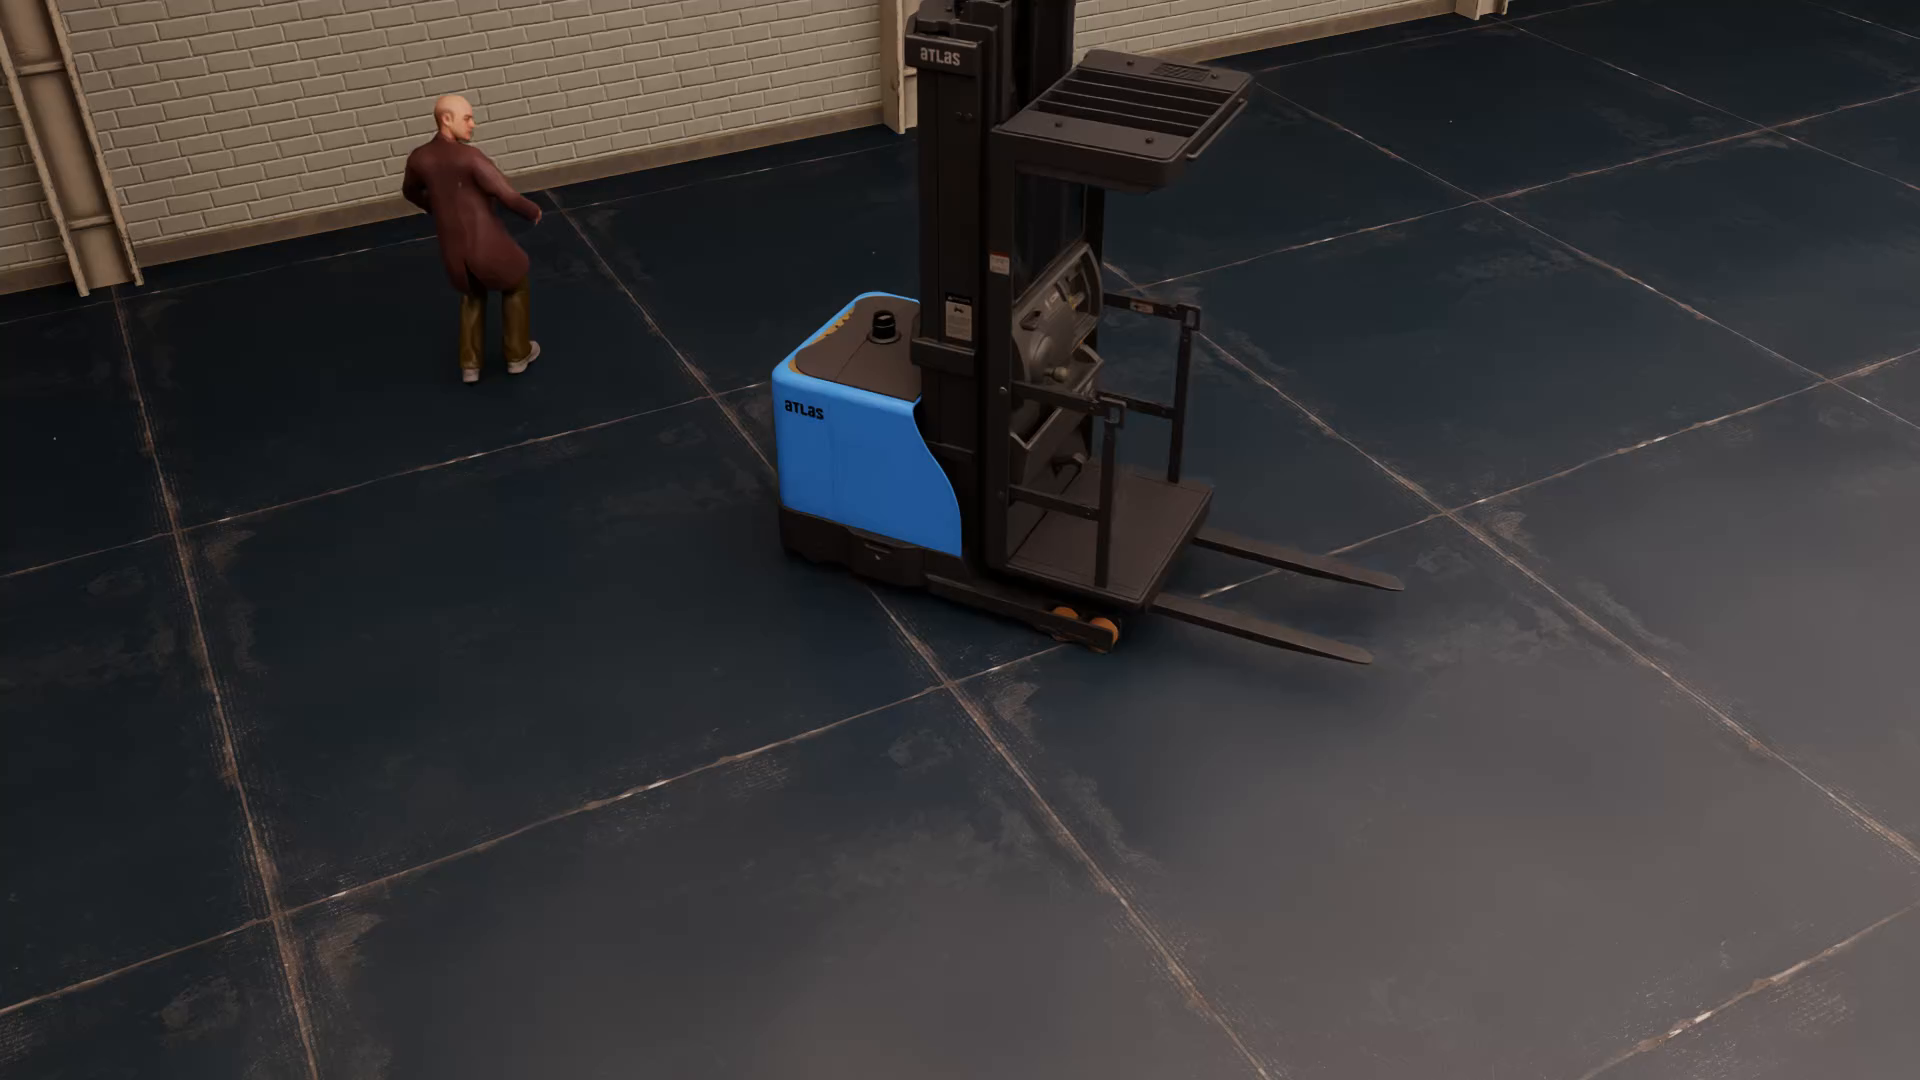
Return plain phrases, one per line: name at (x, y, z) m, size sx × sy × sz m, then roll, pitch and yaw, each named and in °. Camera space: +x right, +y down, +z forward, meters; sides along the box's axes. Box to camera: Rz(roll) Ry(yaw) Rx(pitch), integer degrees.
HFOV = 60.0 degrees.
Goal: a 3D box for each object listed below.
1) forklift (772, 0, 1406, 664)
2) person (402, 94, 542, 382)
forklift at (0.634, -1.012, 7.555) m, size 3.031 × 2.935 × 1.130 m, roll 16°, pitch 38°, yaw 21°
person at (-2.802, -1.756, 9.691) m, size 0.830 × 1.729 × 0.576 m, roll 10°, pitch 37°, yaw 14°
